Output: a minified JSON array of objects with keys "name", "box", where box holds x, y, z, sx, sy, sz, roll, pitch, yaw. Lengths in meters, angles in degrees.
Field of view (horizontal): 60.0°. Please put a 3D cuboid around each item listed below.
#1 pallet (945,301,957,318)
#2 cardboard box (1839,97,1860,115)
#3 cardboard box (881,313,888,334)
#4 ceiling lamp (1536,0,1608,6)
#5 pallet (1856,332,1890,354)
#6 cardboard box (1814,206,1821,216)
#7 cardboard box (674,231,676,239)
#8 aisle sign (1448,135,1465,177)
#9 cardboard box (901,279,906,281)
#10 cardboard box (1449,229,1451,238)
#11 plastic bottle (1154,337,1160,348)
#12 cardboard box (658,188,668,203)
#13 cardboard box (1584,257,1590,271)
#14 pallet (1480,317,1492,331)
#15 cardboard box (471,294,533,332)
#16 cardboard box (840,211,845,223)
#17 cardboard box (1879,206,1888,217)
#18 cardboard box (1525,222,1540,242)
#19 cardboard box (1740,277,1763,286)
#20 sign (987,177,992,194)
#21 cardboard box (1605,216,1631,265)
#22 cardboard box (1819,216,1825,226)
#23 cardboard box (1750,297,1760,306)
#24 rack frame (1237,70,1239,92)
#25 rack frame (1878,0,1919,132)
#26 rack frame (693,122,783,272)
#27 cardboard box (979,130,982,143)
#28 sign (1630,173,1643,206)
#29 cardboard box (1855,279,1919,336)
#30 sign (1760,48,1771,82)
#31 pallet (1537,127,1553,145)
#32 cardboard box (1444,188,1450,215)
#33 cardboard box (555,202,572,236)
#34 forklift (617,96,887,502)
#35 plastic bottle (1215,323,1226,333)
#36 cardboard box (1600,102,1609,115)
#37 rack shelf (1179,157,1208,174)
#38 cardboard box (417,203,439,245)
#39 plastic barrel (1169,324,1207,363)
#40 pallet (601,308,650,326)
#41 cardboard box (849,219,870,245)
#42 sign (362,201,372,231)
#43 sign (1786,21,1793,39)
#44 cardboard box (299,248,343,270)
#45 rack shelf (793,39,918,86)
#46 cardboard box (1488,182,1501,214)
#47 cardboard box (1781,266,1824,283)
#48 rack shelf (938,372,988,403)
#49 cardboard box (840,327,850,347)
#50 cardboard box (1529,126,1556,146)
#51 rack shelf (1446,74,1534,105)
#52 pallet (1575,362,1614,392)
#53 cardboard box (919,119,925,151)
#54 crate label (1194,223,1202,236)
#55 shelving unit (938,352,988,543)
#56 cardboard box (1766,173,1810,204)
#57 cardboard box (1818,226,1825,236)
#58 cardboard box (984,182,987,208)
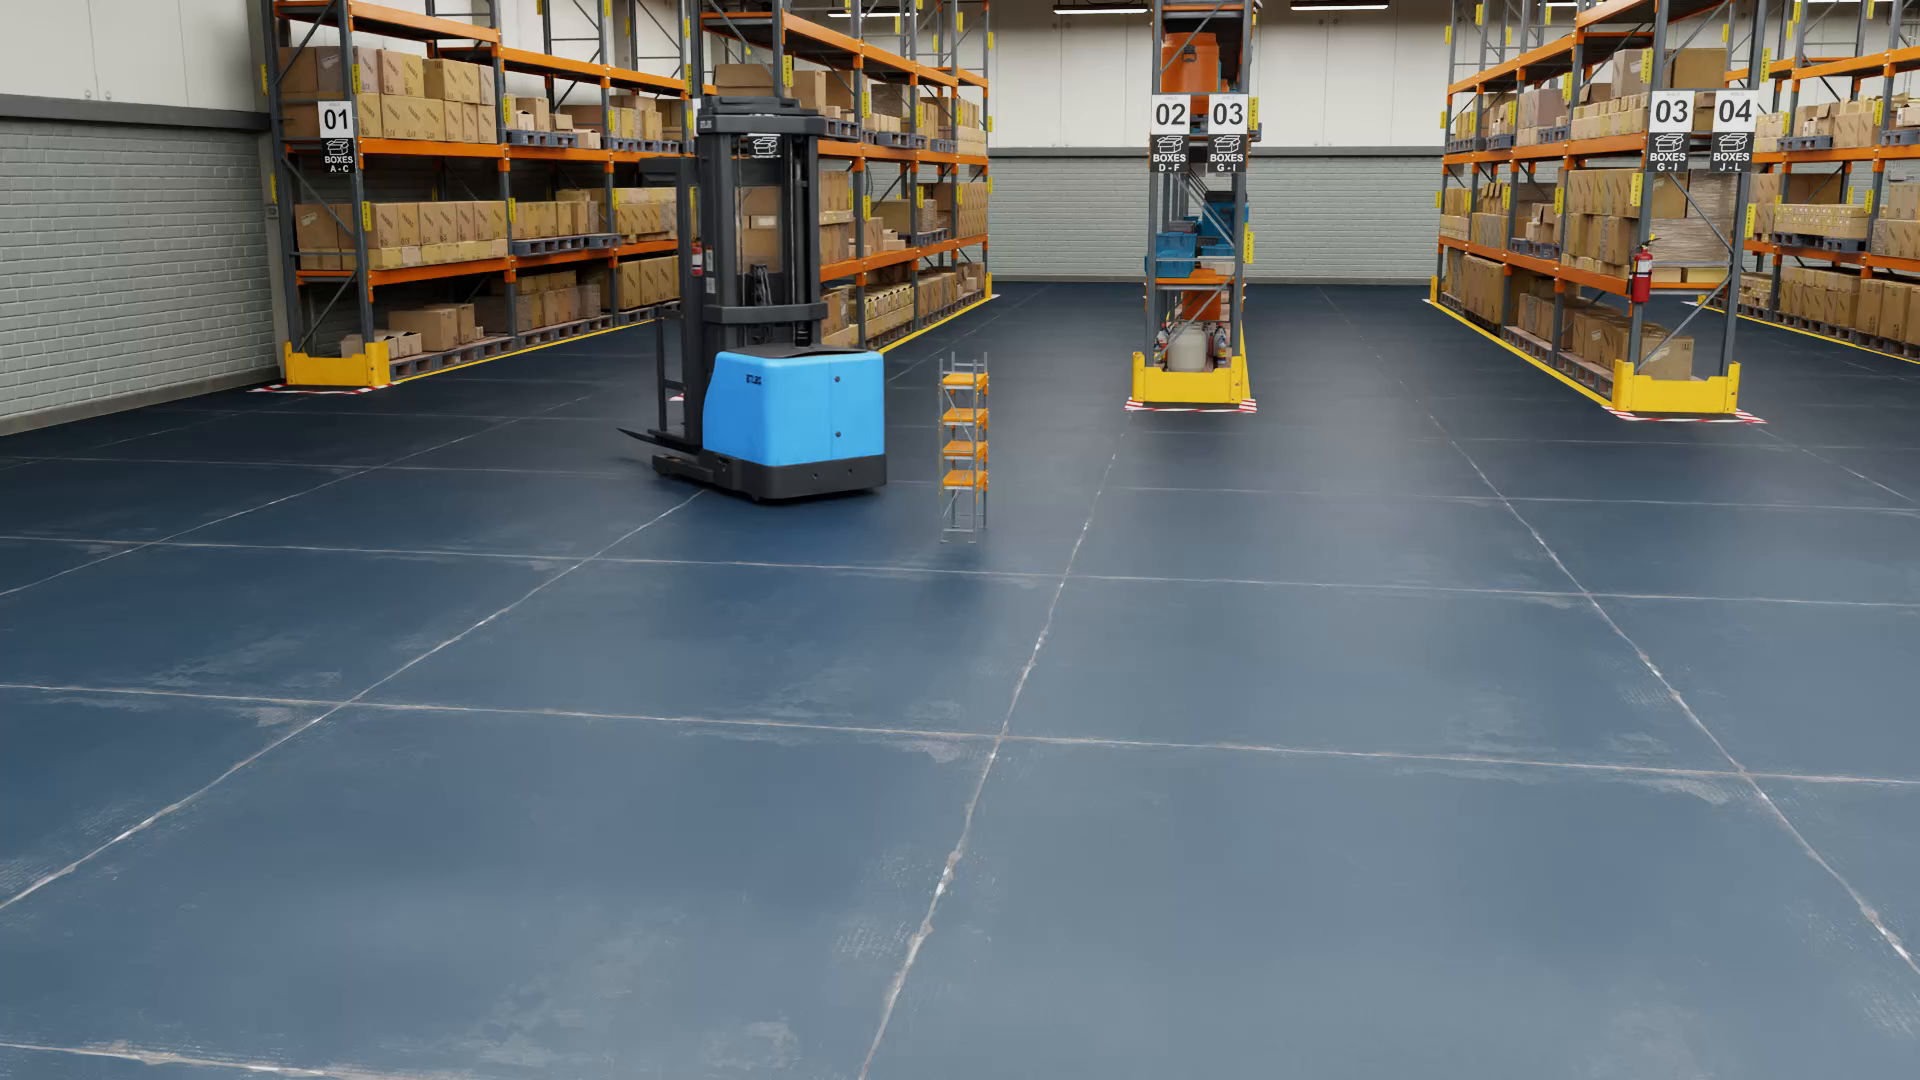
[{"name":"pallet","box":[-0.643,-4.087,29.458,1.003,0.211,1.213,2,12,9]},{"name":"cardboard box","box":[13.486,-6.535,25.024,0.396,0.266,0.258,2,12,9]},{"name":"cardboard box","box":[-1.322,-3.107,23.820,0.500,0.250,0.500,1,12,7]},{"name":"ceiling lamp","box":[12.766,-12.395,33.291,2.000,3.185,0.800,2,12,9]},{"name":"pallet","box":[13.307,-2.760,23.299,1.003,0.211,1.213,2,12,9]},{"name":"cardboard box","box":[13.326,-5.044,25.466,0.380,0.149,0.250,2,12,11]},{"name":"cardboard box","box":[-5.323,-5.482,29.862,0.380,0.149,0.250,2,12,10]},{"name":"aisle sign","box":[9.562,-7.427,32.167,0.394,0.787,0.004,2,12,9]},{"name":"cardboard box","box":[-1.179,-4.091,27.748,0.500,0.500,0.500,1,12,7]},{"name":"cardboard box","box":[9.272,-5.678,30.817,0.380,0.149,0.250,2,12,8]},{"name":"plastic bottle","box":[2.342,-2.270,19.812,0.061,0.283,0.133,2,12,10]},{"name":"cardboard box","box":[-5.436,-6.034,29.099,0.500,0.250,0.500,2,12,10]},{"name":"cardboard box","box":[7.504,-3.215,19.388,0.380,0.149,0.250,2,12,9]},{"name":"pallet","box":[9.003,-3.518,26.818,1.003,0.211,1.213,2,12,9]},{"name":"cardboard box","box":[-6.584,-3.262,23.900,0.700,0.500,0.500,2,12,11]},{"name":"cardboard box","box":[-1.694,-4.152,21.363,0.380,0.149,0.250,2,12,7]},{"name":"cardboard box","box":[13.846,-4.855,24.589,0.380,0.149,0.250,2,12,8]},{"name":"cardboard box","box":[8.132,-4.257,22.986,0.500,0.250,0.500,2,12,7]},{"name":"cardboard box","box":[14.044,-4.576,29.467,0.380,0.149,0.250,1,12,7]},{"name":"sign","box":[0.605,-7.152,33.561,0.100,0.325,0.005,2,12,9]},{"name":"cardboard box","box":[7.457,-3.217,17.858,0.875,0.500,0.500,2,12,9]},{"name":"cardboard box","box":[13.286,-4.845,25.247,0.380,0.149,0.250,2,12,8]},{"name":"cardboard box","box":[13.941,-4.130,28.809,0.380,0.149,0.250,1,12,7]},{"name":"rack frame","box":[3.723,-7.560,24.712,1.000,3.000,0.127,2,12,9]},{"name":"rack frame","box":[13.503,-7.218,23.124,1.000,3.000,0.127,2,12,9]},{"name":"rack frame","box":[-2.401,-3.123,18.365,1.000,3.000,0.127,2,12,9]},{"name":"cardboard box","box":[0.156,-7.872,32.449,0.500,0.250,0.500,2,12,9]},{"name":"sign","box":[6.842,-3.544,16.819,0.100,0.325,0.005,2,12,9]},{"name":"cardboard box","box":[13.320,-3.267,23.374,1.050,0.750,0.750,2,12,8]},{"name":"sign","box":[7.923,-4.677,16.382,0.100,0.325,0.005,2,12,9]},{"name":"pallet","box":[8.359,-5.350,22.022,1.213,0.211,1.003,2,12,9]},{"name":"cardboard box","box":[9.430,-6.375,31.326,0.500,0.500,0.500,2,12,7]},{"name":"cardboard box","box":[-6.298,-4.854,25.114,0.700,0.500,0.500,2,12,9]},{"name":"forklift","box":[-1.825,-1.973,13.191,1.130,2.935,3.031,-9,15,-35]},{"name":"plastic bottle","box":[3.294,-2.571,21.047,0.144,0.351,0.185,2,12,7]},{"name":"cardboard box","box":[7.484,-4.891,18.860,0.380,0.149,0.250,2,12,8]},{"name":"rack shelf","box":[4.031,-6.158,27.035,1.077,0.370,4.000,2,12,9]},{"name":"cardboard box","box":[-6.754,-3.885,20.430,0.500,0.500,0.500,1,12,7]},{"name":"plastic barrel","box":[2.596,-2.195,18.966,0.421,0.512,0.421,0,12,0]},{"name":"pallet","box":[-5.870,-3.747,27.877,1.003,0.211,1.213,2,12,9]},{"name":"cardboard box","box":[-1.570,-4.274,23.466,0.500,0.500,0.500,3,12,13]},{"name":"sign","box":[-6.760,-3.688,18.933,0.100,0.325,0.005,2,12,9]},{"name":"sign","box":[15.279,-9.395,30.633,0.100,0.325,0.005,2,12,9]},{"name":"cardboard box","box":[-7.416,-3.323,19.600,0.500,0.250,0.500,2,12,9]},{"name":"rack shelf","box":[-1.478,-6.758,23.646,1.077,0.370,4.000,2,12,9]},{"name":"cardboard box","box":[9.026,-5.563,27.067,0.797,0.503,0.637,2,12,9]},{"name":"cardboard box","box":[13.743,-4.322,27.086,0.500,0.250,0.500,1,12,6]},{"name":"rack shelf","box":[0.025,-1.005,10.944,0.258,0.148,0.480,2,12,9]},{"name":"cardboard box","box":[-1.728,-2.609,21.512,0.500,0.250,0.500,2,12,9]},{"name":"cardboard box","box":[8.145,-5.556,22.889,0.500,0.250,0.500,2,12,10]},{"name":"rack shelf","box":[9.540,-8.101,29.881,1.077,0.370,4.000,2,12,9]},{"name":"pallet","box":[7.749,-1.875,19.193,1.003,0.211,1.213,2,12,9]},{"name":"cardboard box","box":[-1.058,-6.502,26.685,0.910,0.500,0.500,2,12,9]},{"name":"crate label","box":[3.303,-4.446,24.421,0.502,0.435,0.616,2,12,9]},{"name":"shelving unit","box":[0.025,-0.621,11.027,0.258,1.200,0.503,2,12,9]},{"name":"cardboard box","box":[13.923,-5.907,27.967,0.500,0.500,0.500,1,12,7]},{"name":"cardboard box","box":[13.285,-4.698,25.272,0.380,0.149,0.250,1,12,6]},{"name":"cardboard box","box":[0.263,-6.890,33.232,0.500,0.500,0.500,2,12,8]}]
